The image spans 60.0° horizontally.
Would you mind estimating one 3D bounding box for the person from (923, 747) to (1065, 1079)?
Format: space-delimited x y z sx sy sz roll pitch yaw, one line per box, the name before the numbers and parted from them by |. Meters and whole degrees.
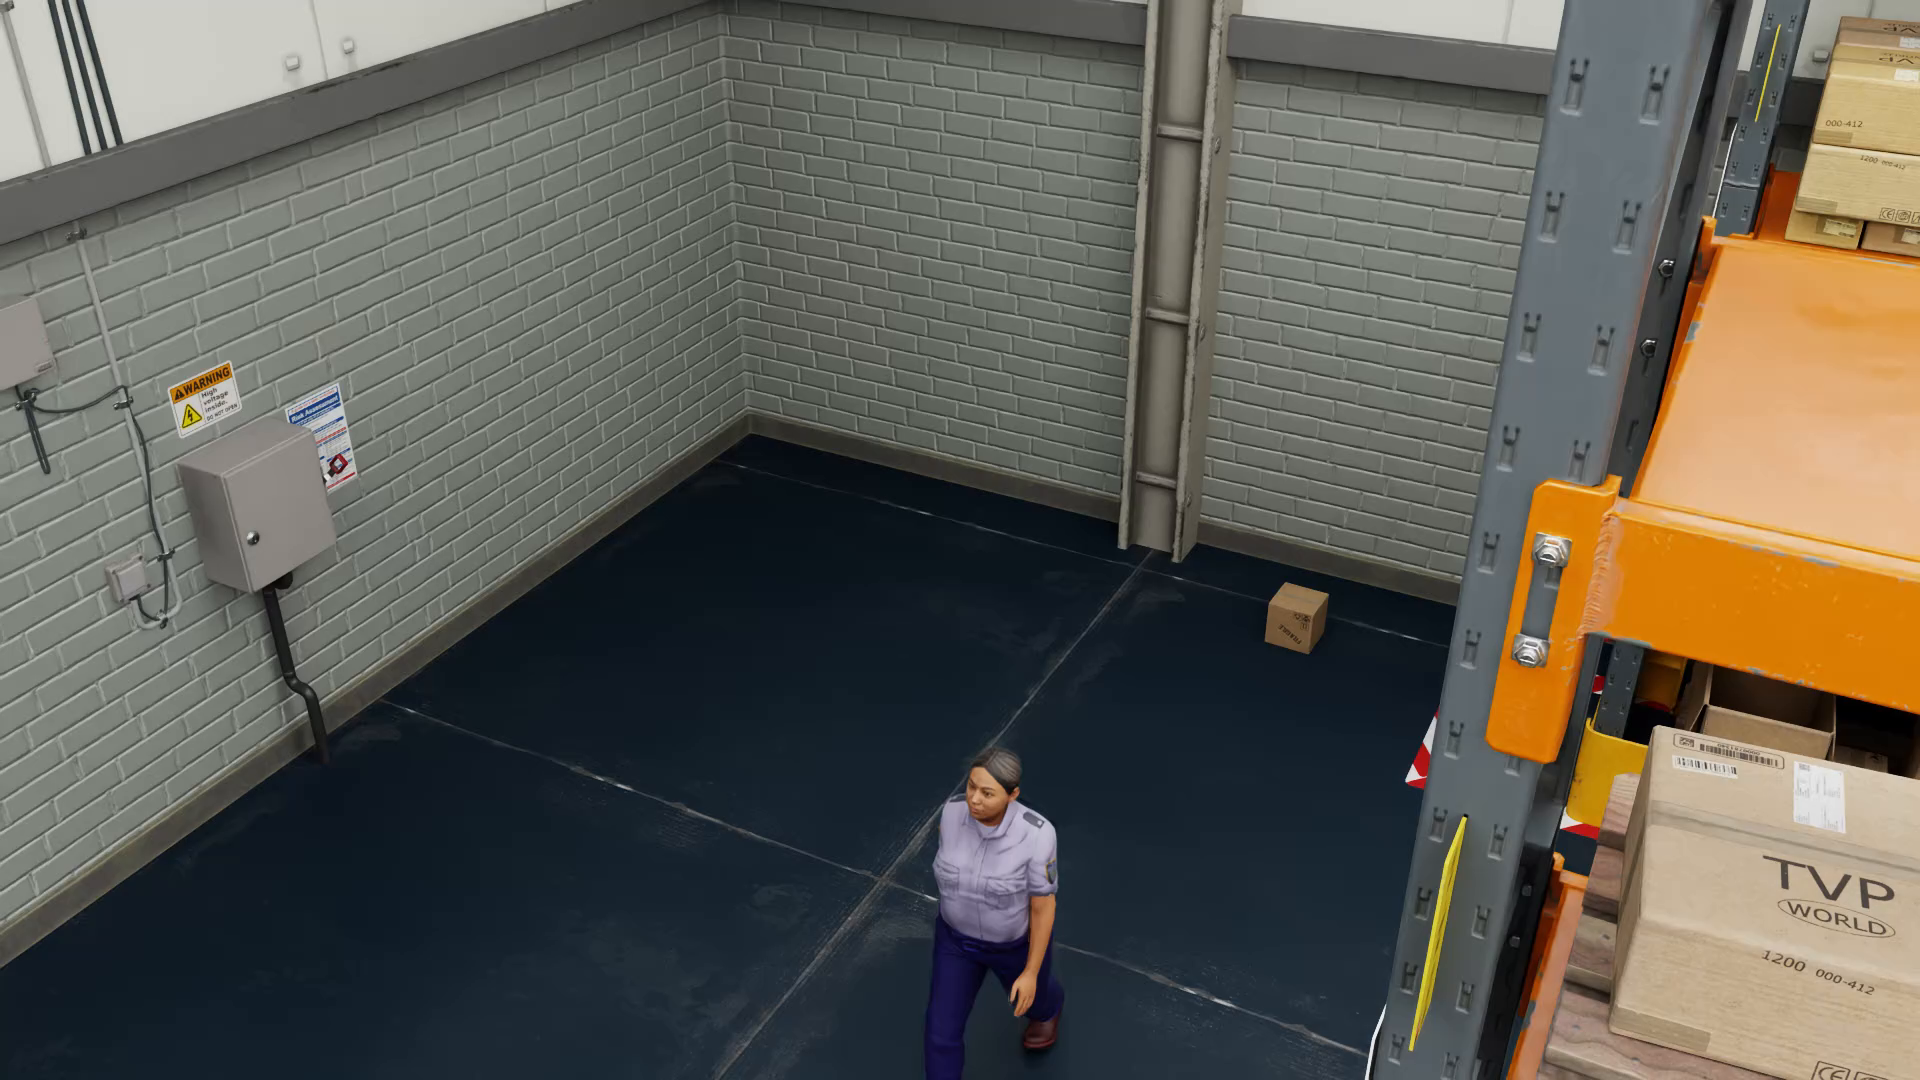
person | 0.112 1.413 5.870 0.471 1.596 0.987 11 32 18
